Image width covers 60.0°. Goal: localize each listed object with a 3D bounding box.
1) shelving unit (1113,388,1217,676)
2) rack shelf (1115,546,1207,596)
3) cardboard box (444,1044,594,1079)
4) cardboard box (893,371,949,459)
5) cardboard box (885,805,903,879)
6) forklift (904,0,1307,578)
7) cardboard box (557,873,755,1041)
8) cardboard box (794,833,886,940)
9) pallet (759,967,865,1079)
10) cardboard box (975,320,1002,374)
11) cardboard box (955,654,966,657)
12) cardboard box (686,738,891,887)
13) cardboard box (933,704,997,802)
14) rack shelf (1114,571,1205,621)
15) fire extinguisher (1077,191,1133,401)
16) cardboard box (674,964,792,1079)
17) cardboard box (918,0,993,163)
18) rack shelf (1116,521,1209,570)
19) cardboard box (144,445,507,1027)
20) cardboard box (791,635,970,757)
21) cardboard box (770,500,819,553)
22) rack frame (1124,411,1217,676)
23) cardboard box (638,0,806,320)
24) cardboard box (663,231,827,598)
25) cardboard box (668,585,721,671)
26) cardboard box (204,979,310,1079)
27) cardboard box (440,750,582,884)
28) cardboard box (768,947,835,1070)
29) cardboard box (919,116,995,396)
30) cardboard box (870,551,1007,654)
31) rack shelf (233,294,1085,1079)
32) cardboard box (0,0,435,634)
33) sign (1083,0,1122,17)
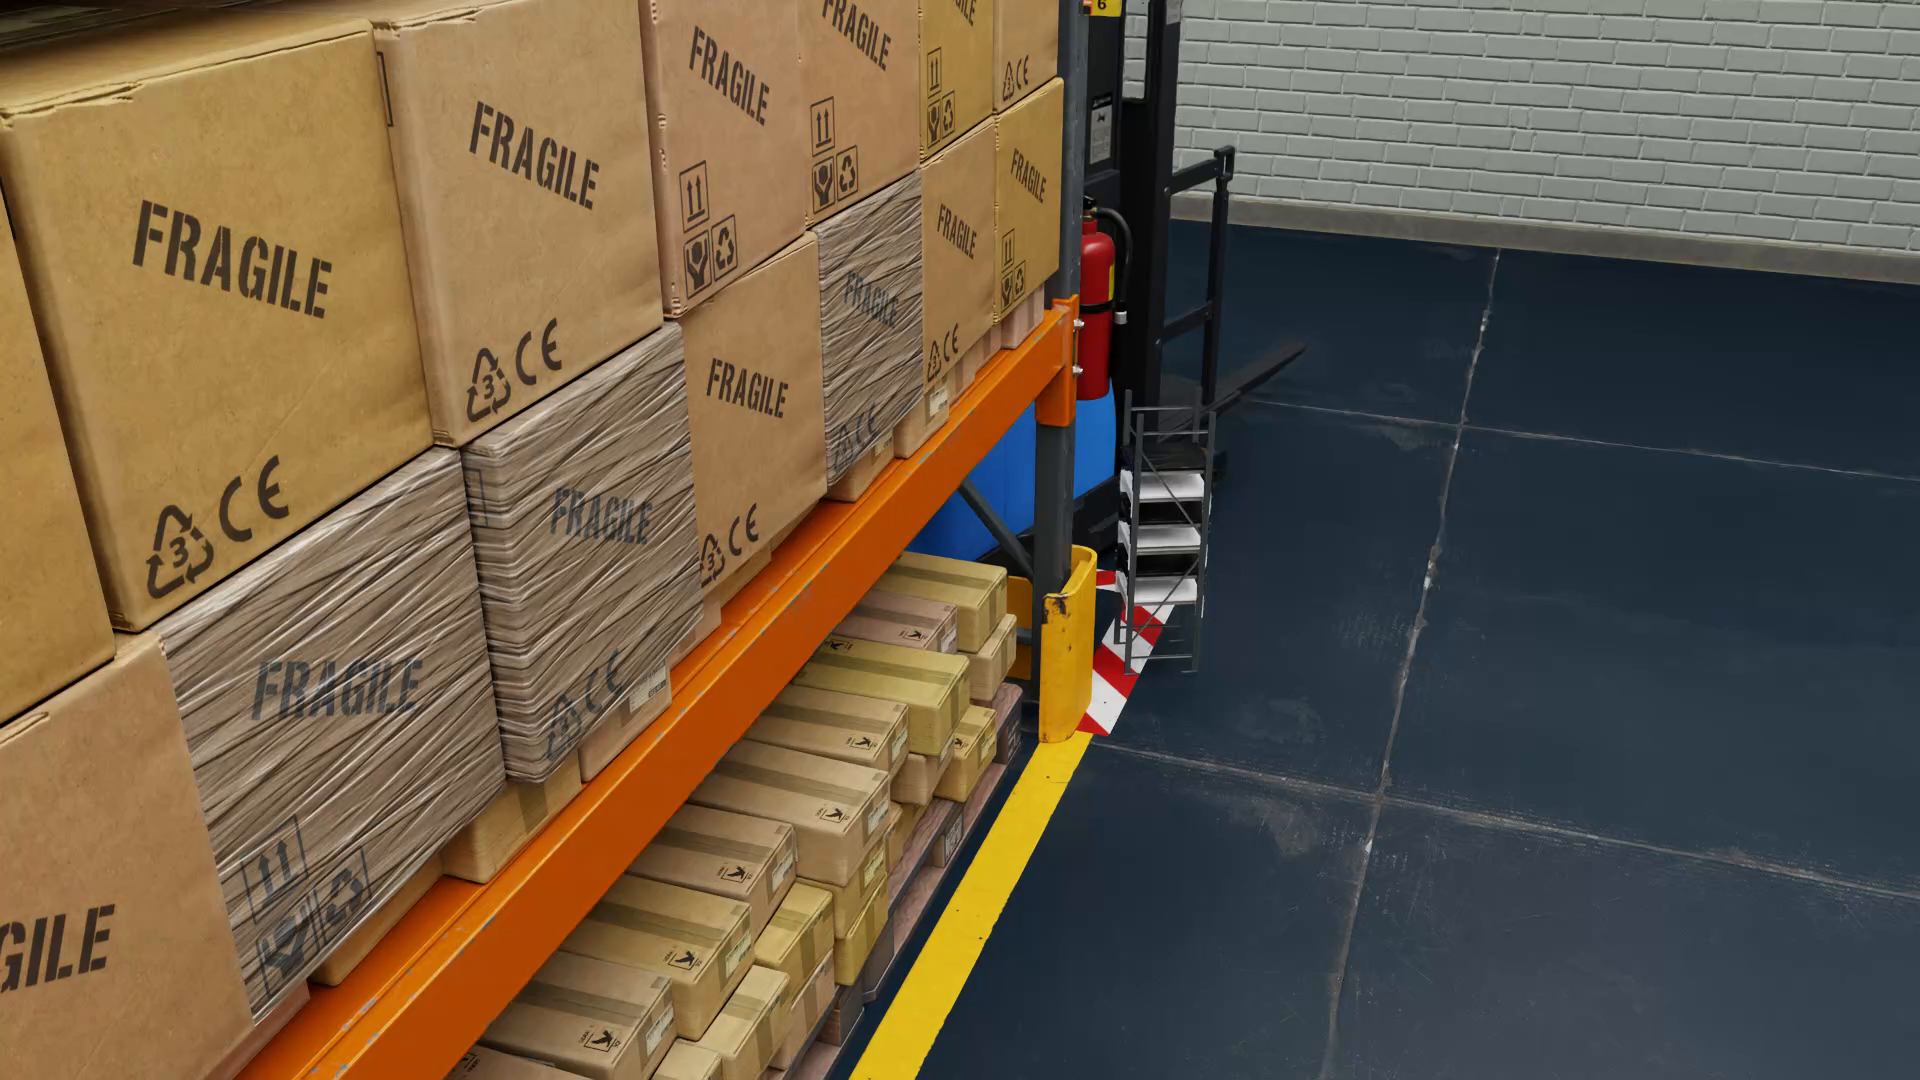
[{"bbox_3d":[0.639,-0.019,5.255,0.258,0.900,0.210,-2,26,-4],"label":"shelving unit"},{"bbox_3d":[0.639,0.092,5.309,0.258,0.077,0.200,-2,26,-4],"label":"rack shelf"},{"bbox_3d":[-0.761,1.022,2.804,0.380,0.149,0.250,9,27,19],"label":"cardboard box"},{"bbox_3d":[-0.244,-0.320,3.756,0.380,0.149,0.250,9,27,19],"label":"cardboard box"},{"bbox_3d":[-0.360,0.743,4.064,0.380,0.149,0.250,9,27,18],"label":"cardboard box"},{"bbox_3d":[0.415,-1.565,6.119,1.130,2.935,3.031,18,31,32],"label":"forklift"},{"bbox_3d":[-0.629,0.802,3.258,0.380,0.149,0.250,9,27,18],"label":"cardboard box"},{"bbox_3d":[-0.390,0.729,3.750,0.380,0.149,0.250,9,27,18],"label":"cardboard box"},{"bbox_3d":[-0.889,1.197,3.536,1.003,0.211,1.213,9,27,17],"label":"pallet"},{"bbox_3d":[-0.112,-0.533,4.197,0.380,0.149,0.250,9,27,17],"label":"cardboard box"},{"bbox_3d":[-0.196,0.400,4.430,0.380,0.149,0.250,8,27,16],"label":"cardboard box"},{"bbox_3d":[-0.376,0.598,3.679,0.380,0.149,0.250,10,28,19],"label":"cardboard box"},{"bbox_3d":[-0.121,0.543,4.476,0.380,0.149,0.250,10,27,19],"label":"cardboard box"},{"bbox_3d":[0.639,0.173,5.348,0.258,0.077,0.200,-2,26,-4],"label":"rack shelf"},{"bbox_3d":[0.367,-0.752,4.878,0.296,0.674,0.183,9,27,17],"label":"fire extinguisher"},{"bbox_3d":[-0.558,0.949,3.296,0.380,0.149,0.250,9,27,18],"label":"cardboard box"},{"bbox_3d":[-0.238,-1.115,3.506,0.500,0.500,0.500,8,27,16],"label":"cardboard box"},{"bbox_3d":[0.639,0.011,5.270,0.258,0.077,0.200,-2,26,-4],"label":"rack shelf"},{"bbox_3d":[-0.923,0.176,1.989,0.500,0.500,0.500,9,27,17],"label":"cardboard box"},{"bbox_3d":[-0.193,0.382,4.125,0.380,0.149,0.250,8,27,16],"label":"cardboard box"},{"bbox_3d":[-0.506,-0.113,3.330,0.380,0.149,0.250,8,27,15],"label":"cardboard box"},{"bbox_3d":[0.648,0.026,5.164,0.240,0.900,0.006,-2,26,-4],"label":"rack frame"},{"bbox_3d":[-0.576,-0.682,2.612,0.500,0.500,0.500,8,27,16],"label":"cardboard box"},{"bbox_3d":[-0.571,-0.251,2.870,0.500,0.500,0.500,10,28,20],"label":"cardboard box"},{"bbox_3d":[-0.642,0.105,2.880,0.380,0.149,0.250,10,28,19],"label":"cardboard box"},{"bbox_3d":[-1.025,0.536,1.990,0.380,0.149,0.250,8,27,15],"label":"cardboard box"},{"bbox_3d":[-0.784,0.331,2.413,0.380,0.149,0.250,9,27,18],"label":"cardboard box"},{"bbox_3d":[-0.495,0.966,3.603,0.380,0.149,0.250,9,27,18],"label":"cardboard box"},{"bbox_3d":[-0.235,-0.664,3.723,0.500,0.500,0.500,8,27,17],"label":"cardboard box"},{"bbox_3d":[-0.089,0.163,4.579,0.380,0.149,0.250,9,27,18],"label":"cardboard box"},{"bbox_3d":[-0.818,0.228,3.163,1.077,0.370,4.000,9,27,17],"label":"rack shelf"},{"bbox_3d":[-0.945,-0.268,1.759,0.500,0.500,0.500,8,27,16],"label":"cardboard box"},{"bbox_3d":[0.365,-1.493,4.199,0.100,0.325,0.005,9,27,17],"label":"sign"}]
